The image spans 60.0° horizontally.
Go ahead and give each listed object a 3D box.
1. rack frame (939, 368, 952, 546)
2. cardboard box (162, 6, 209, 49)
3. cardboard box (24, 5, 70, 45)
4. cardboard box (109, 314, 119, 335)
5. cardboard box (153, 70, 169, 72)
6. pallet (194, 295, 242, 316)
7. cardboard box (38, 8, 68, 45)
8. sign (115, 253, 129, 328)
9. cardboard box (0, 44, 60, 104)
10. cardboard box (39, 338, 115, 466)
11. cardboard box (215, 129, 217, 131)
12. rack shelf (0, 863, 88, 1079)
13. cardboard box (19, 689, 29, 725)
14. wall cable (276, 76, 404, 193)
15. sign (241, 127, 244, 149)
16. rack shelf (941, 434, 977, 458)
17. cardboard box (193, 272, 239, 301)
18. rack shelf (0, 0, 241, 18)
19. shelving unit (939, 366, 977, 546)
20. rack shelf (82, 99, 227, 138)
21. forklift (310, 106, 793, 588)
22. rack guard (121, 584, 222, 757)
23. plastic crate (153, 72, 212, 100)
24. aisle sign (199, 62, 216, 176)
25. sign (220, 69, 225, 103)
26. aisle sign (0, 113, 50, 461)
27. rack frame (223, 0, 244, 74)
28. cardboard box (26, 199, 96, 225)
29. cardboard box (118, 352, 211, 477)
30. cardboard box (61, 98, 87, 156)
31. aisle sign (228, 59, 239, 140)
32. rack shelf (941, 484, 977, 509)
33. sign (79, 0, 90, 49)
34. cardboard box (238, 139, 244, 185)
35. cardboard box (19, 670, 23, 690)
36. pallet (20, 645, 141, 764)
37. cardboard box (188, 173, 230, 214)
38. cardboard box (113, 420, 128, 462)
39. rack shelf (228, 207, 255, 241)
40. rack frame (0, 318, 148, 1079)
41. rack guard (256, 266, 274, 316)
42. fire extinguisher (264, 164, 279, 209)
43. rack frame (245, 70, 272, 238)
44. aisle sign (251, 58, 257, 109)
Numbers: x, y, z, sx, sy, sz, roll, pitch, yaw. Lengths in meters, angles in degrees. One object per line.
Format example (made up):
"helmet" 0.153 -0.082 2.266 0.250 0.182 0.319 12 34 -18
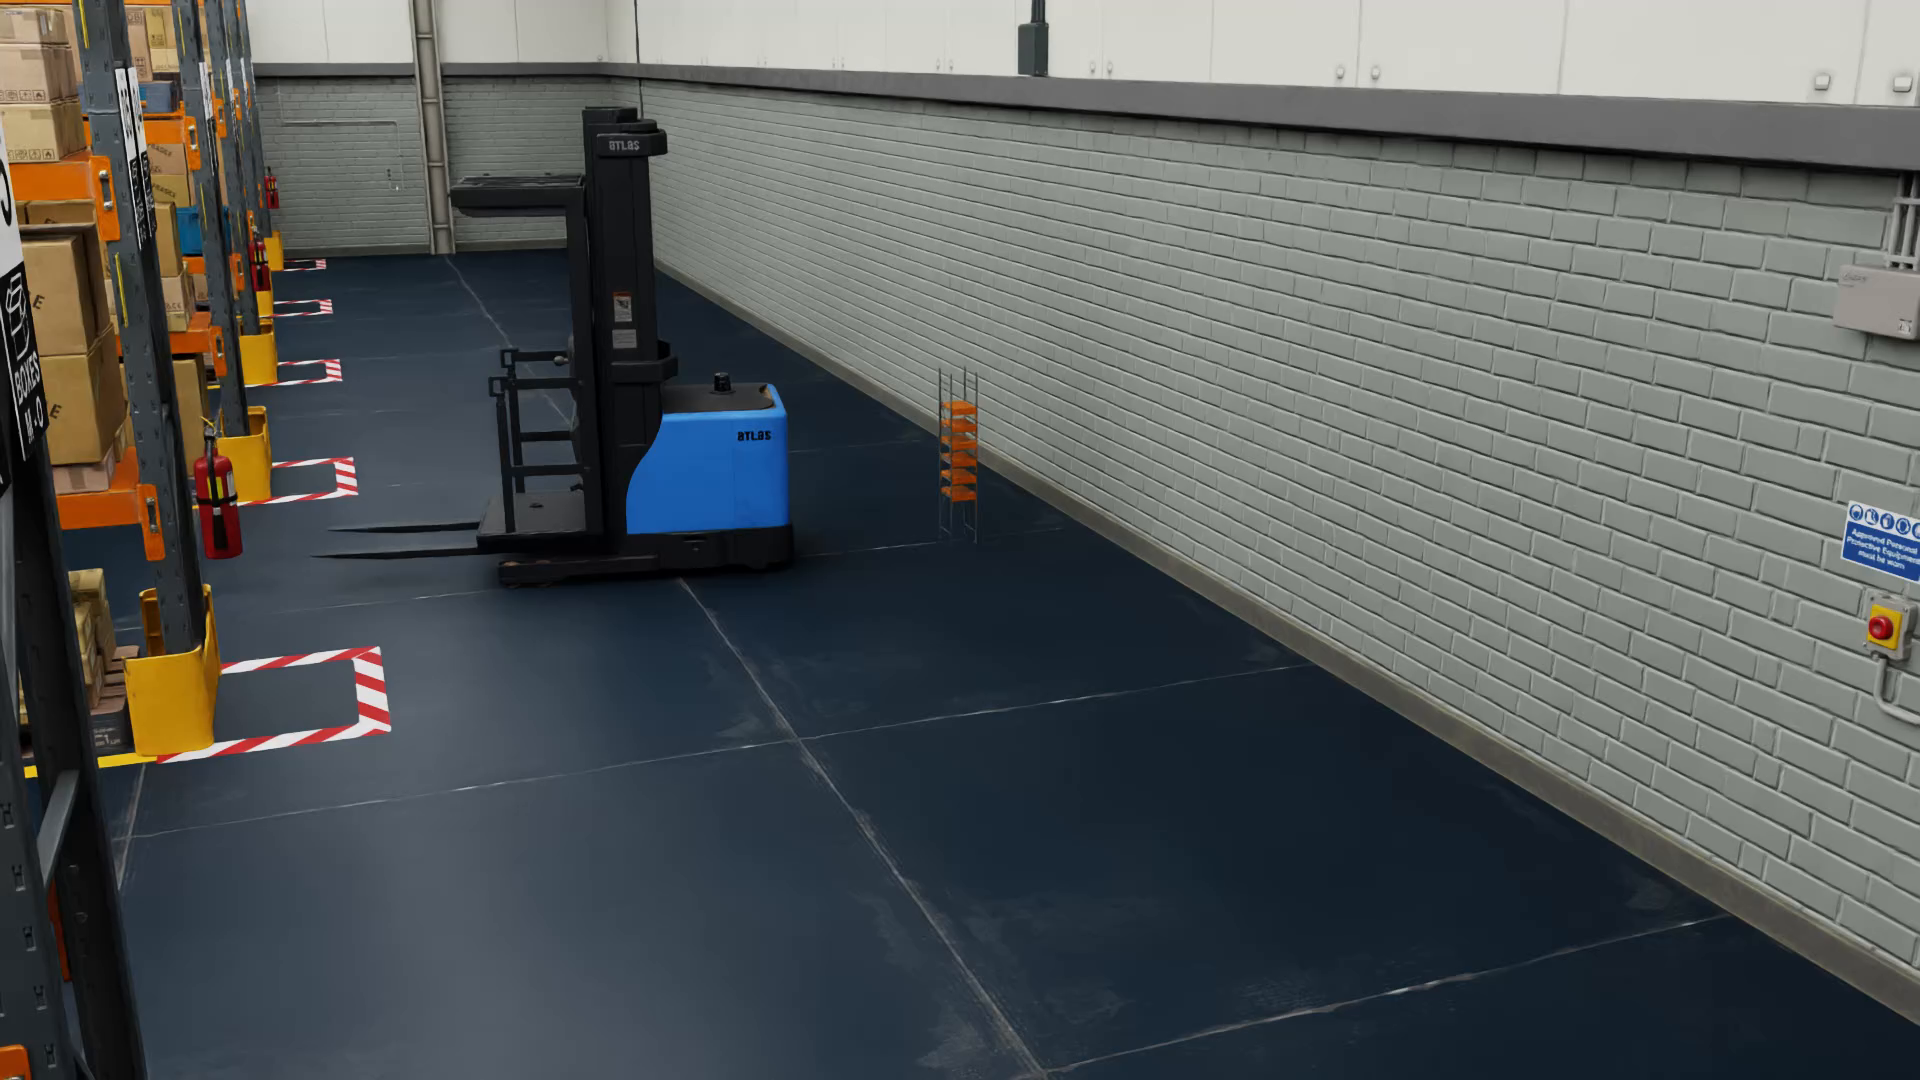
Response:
"rack frame" -0.099 -0.565 11.393 0.006 1.200 0.240 -6 17 -20
"cardboard box" -9.647 -6.397 20.783 0.500 0.500 0.700 -6 17 -20
"cardboard box" -11.073 -6.264 20.331 0.500 0.500 0.700 -6 17 -20
"cardboard box" -6.089 -1.610 12.202 0.250 0.149 0.380 -6 17 -20
"cardboard box" -10.029 -5.685 20.575 0.500 0.250 0.500 -6 17 -20
"pallet" -9.988 -3.060 21.644 1.213 0.211 1.003 -6 17 -20
"cardboard box" -6.667 -3.525 11.853 0.500 0.500 0.700 -7 18 -22
"sign" -3.772 -1.123 7.484 0.005 0.325 0.100 -6 17 -20
"cardboard box" -4.291 -2.058 7.338 0.500 0.250 0.500 -7 18 -22
"cardboard box" -4.279 -0.642 7.755 0.500 0.500 0.500 -6 17 -19
"cardboard box" -9.682 -5.039 21.480 0.500 0.500 0.500 -6 17 -18
"rack shelf" -3.953 1.275 3.210 4.000 0.370 1.077 -6 17 -20
"cardboard box" -4.572 0.763 7.992 0.250 0.149 0.380 -6 17 -18
"wall cable" -10.092 -6.655 27.132 1.851 1.984 0.084 -6 17 -20
"sign" -8.993 -5.045 20.840 0.005 0.325 0.100 -6 17 -20
"rack shelf" -0.014 -0.647 11.403 0.180 0.103 0.258 -6 17 -20
"cardboard box" -9.593 -3.378 21.434 0.500 0.500 0.500 -6 17 -20
"rack shelf" -12.817 -7.929 24.614 4.000 0.370 1.077 -6 17 -20
"shelving unit" -0.014 -0.574 11.424 0.189 1.200 0.258 -6 17 -20
"rack shelf" -9.272 -4.075 16.104 4.000 0.370 1.077 -6 17 -20
"forklift" -2.667 -1.263 10.698 3.031 2.935 1.130 -3 17 -10
"rack guard" -4.022 0.643 8.522 0.348 0.500 1.175 -6 17 -20
"plastic crate" -7.863 -4.594 16.825 0.590 0.269 0.497 -6 17 -20
"aisle sign" -5.457 -3.055 12.064 0.004 0.787 0.394 -6 17 -20
"sign" -7.192 -4.428 16.217 0.005 0.325 0.100 -6 17 -20
"aisle sign" -2.122 -0.603 3.714 0.004 0.787 0.394 -6 17 -20
"rack frame" -9.173 -7.365 20.706 0.127 3.000 1.000 -6 17 -20
"cardboard box" -6.644 -2.282 12.453 0.500 0.500 0.500 -7 18 -21
"cardboard box" -6.201 -0.976 12.623 0.875 0.875 0.875 -6 17 -20
"cardboard box" -4.462 -1.953 7.869 0.500 0.250 0.500 -6 17 -18
"aisle sign" -7.443 -4.515 17.037 0.004 0.787 0.394 -6 17 -20
"rack shelf" -0.014 -0.301 11.504 0.180 0.103 0.258 -6 17 -20
"sign" -3.772 -2.280 7.144 0.005 0.325 0.100 -6 17 -20
"cardboard box" -11.422 -5.879 25.762 0.700 0.700 0.980 -5 17 -18
"cardboard box" -4.606 0.600 8.018 0.250 0.149 0.380 -7 18 -21
"pallet" -4.794 0.854 8.315 1.213 0.211 1.003 -6 17 -20
"cardboard box" -9.494 -4.417 21.140 0.500 0.500 0.500 -6 17 -18
"cardboard box" -4.371 -0.497 8.414 0.250 0.149 0.380 -6 18 -21
"rack shelf" -11.041 -3.939 20.966 4.000 0.370 1.077 -6 17 -20
"rack frame" -2.086 0.728 3.795 0.127 3.000 1.000 -6 17 -20
"rack guard" -9.244 -3.279 21.877 0.348 0.500 1.175 -6 17 -20
"fire extinguisher" -10.643 -5.467 25.690 0.183 0.674 0.296 -6 17 -20
"rack frame" -10.949 -5.789 25.988 0.127 3.000 1.000 -6 17 -20
"aisle sign" -10.775 -6.965 25.378 0.004 0.787 0.394 -6 17 -20
